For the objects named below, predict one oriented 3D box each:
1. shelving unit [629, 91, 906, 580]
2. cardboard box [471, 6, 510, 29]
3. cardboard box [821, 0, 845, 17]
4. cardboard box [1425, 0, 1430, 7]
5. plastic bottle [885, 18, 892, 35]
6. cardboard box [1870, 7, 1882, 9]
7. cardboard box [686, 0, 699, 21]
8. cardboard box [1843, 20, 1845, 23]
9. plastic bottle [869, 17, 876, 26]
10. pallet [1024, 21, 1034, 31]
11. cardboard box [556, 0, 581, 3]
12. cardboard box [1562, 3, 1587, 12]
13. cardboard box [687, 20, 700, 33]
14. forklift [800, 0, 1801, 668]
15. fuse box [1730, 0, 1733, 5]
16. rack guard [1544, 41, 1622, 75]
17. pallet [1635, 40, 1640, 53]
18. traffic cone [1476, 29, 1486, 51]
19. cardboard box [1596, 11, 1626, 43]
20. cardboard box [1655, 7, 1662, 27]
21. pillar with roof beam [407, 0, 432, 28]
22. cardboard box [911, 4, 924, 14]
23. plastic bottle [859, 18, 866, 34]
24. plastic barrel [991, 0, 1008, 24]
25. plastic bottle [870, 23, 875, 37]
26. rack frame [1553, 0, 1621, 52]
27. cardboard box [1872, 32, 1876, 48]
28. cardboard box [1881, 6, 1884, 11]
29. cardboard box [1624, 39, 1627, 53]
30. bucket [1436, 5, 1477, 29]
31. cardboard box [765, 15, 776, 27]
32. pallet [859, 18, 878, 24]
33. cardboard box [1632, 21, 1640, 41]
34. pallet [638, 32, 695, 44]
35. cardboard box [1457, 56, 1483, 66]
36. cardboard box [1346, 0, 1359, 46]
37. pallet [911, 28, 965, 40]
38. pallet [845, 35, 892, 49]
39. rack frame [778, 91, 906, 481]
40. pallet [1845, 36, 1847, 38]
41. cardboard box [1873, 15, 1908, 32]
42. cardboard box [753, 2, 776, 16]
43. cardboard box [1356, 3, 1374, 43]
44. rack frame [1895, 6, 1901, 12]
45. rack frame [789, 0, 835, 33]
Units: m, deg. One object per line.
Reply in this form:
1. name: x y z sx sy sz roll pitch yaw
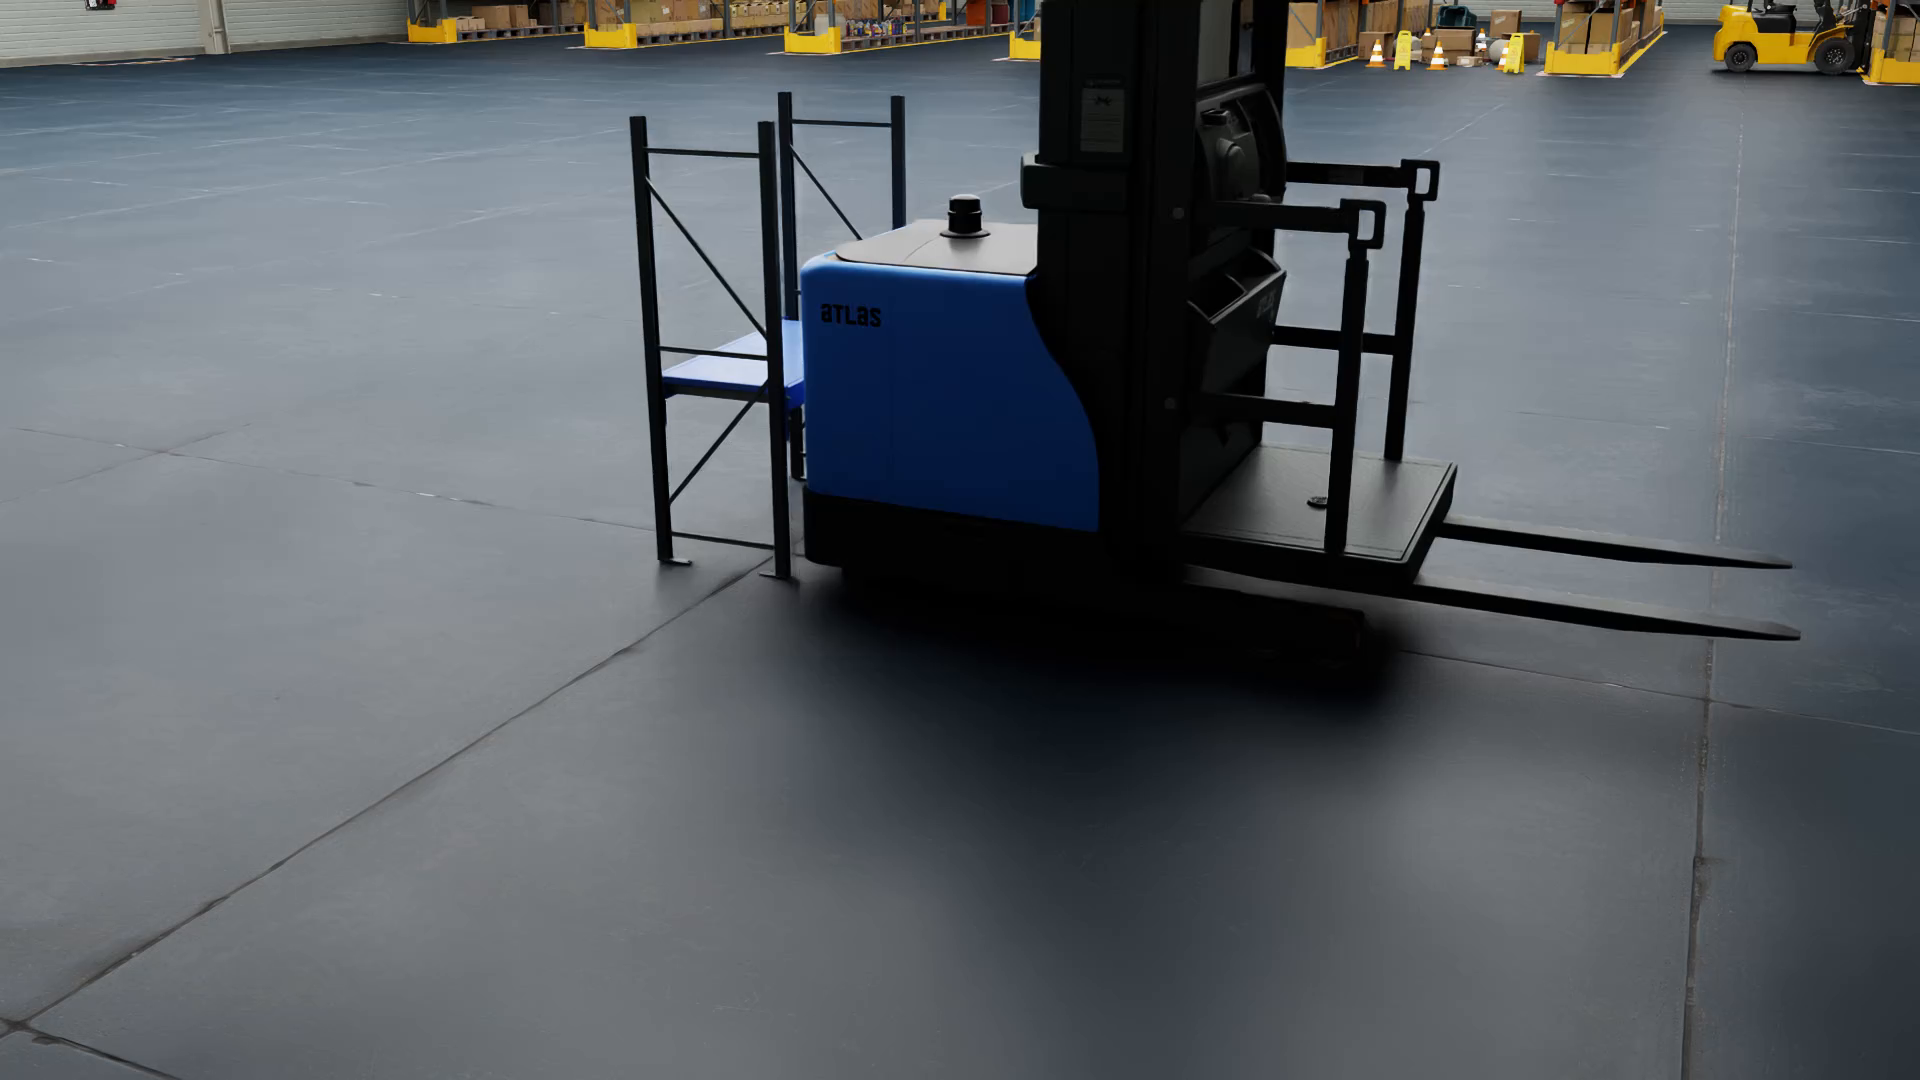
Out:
1. shelving unit: -0.623 -0.767 5.887 0.538 1.500 1.048 7 21 20
2. cardboard box: -11.098 -12.369 39.348 0.700 0.500 0.500 7 21 19
3. cardboard box: -3.380 -13.959 43.817 0.500 0.500 0.500 8 21 22
4. cardboard box: 10.837 -12.778 39.407 0.500 0.250 0.500 8 21 21
5. plastic bottle: -1.578 -11.178 36.220 0.144 0.351 0.185 8 21 22
6. cardboard box: 18.713 -10.864 34.176 0.380 0.149 0.250 9 22 24
7. cardboard box: -6.291 -12.073 37.797 0.500 0.500 0.500 9 21 23
8. cardboard box: 20.105 -11.568 37.474 0.396 0.266 0.258 9 22 25
9. plastic bottle: -1.944 -11.362 36.738 0.144 0.351 0.185 9 21 23
10. pallet: 1.555 -13.514 43.654 1.003 0.211 1.213 9 21 23
11. cardboard box: -9.942 -13.717 42.018 0.500 0.250 0.500 8 21 22
12. cardboard box: 10.734 -9.314 29.071 0.380 0.149 0.250 9 22 24
13. cardboard box: -6.280 -11.718 37.917 0.500 0.250 0.500 9 21 23
14. forklift: 1.041 -1.205 4.984 3.031 2.935 1.130 8 21 22
15. fuse box: 21.251 -15.029 45.673 0.539 1.711 0.414 9 21 23
16. rack guard: 10.586 -8.196 28.268 1.175 0.500 0.348 9 21 23
17. pallet: 13.509 -10.243 34.457 1.003 0.211 1.213 9 21 23
18. traffic cone: 10.630 -10.175 33.889 0.336 0.463 0.334 9 21 23
19. cardboard box: 11.357 -8.982 29.107 0.500 0.500 0.500 8 21 21
20. cardboard box: 16.561 -12.736 40.501 0.875 0.438 0.875 9 22 24
21. pillar with roof beam: -8.618 -15.318 35.610 9.100 9.000 0.400 9 21 23
22. cardboard box: -1.385 -15.387 48.206 0.500 0.250 0.500 9 21 23
23. plastic bottle: -2.153 -11.324 36.631 0.144 0.351 0.185 8 21 20
24. plastic barrel: 0.918 -13.394 42.127 0.600 0.588 0.708 9 21 23
25. plastic bottle: -1.869 -10.895 35.526 0.061 0.283 0.133 9 21 24
26. rack frame: 10.555 -9.350 27.784 1.000 3.000 0.127 9 21 23
27. cardboard box: 15.214 -8.152 27.145 0.500 0.250 0.500 8 21 22
28. cardboard box: 19.674 -11.197 35.113 0.380 0.149 0.250 9 22 24
29. cardboard box: 11.775 -8.939 30.104 0.500 0.250 0.500 9 21 24
30. bucket: 9.683 -10.037 32.333 0.726 0.611 0.620 18 16 41
31. cardboard box: -4.864 -12.755 40.835 0.500 0.250 0.500 9 21 24
32. pallet: -2.907 -14.171 45.501 1.003 0.211 1.213 9 21 23
33. cardboard box: 13.590 -10.584 34.549 0.950 0.372 0.625 7 21 19
34. pallet: -6.746 -11.368 37.619 1.003 0.211 1.213 9 21 23
35. cardboard box: 9.248 -8.685 30.167 0.250 0.149 0.380 -14 24 -33
36. cardboard box: 7.314 -10.236 32.817 0.875 0.875 0.875 9 21 24
37. pallet: -0.582 -11.918 39.167 1.003 0.211 1.213 9 21 23
38. pallet: -2.178 -10.725 35.811 1.003 0.211 1.213 9 21 23
39. rack frame: -0.437 -0.925 6.333 0.500 1.500 0.032 7 21 20
40. pallet: 19.700 -10.771 35.941 1.003 0.211 1.213 9 21 23
41. cardboard box: 15.390 -8.540 27.490 0.500 0.250 0.500 9 21 23
42. cardboard box: -4.859 -13.022 40.749 0.500 0.311 0.500 9 22 24
43. cardboard box: 7.808 -10.561 33.920 1.050 0.750 0.750 8 21 22
44. rack frame: 16.723 -9.893 29.311 1.000 3.000 0.127 9 21 23
45. rack frame: -3.005 -11.390 33.519 1.000 3.000 0.127 9 21 23
